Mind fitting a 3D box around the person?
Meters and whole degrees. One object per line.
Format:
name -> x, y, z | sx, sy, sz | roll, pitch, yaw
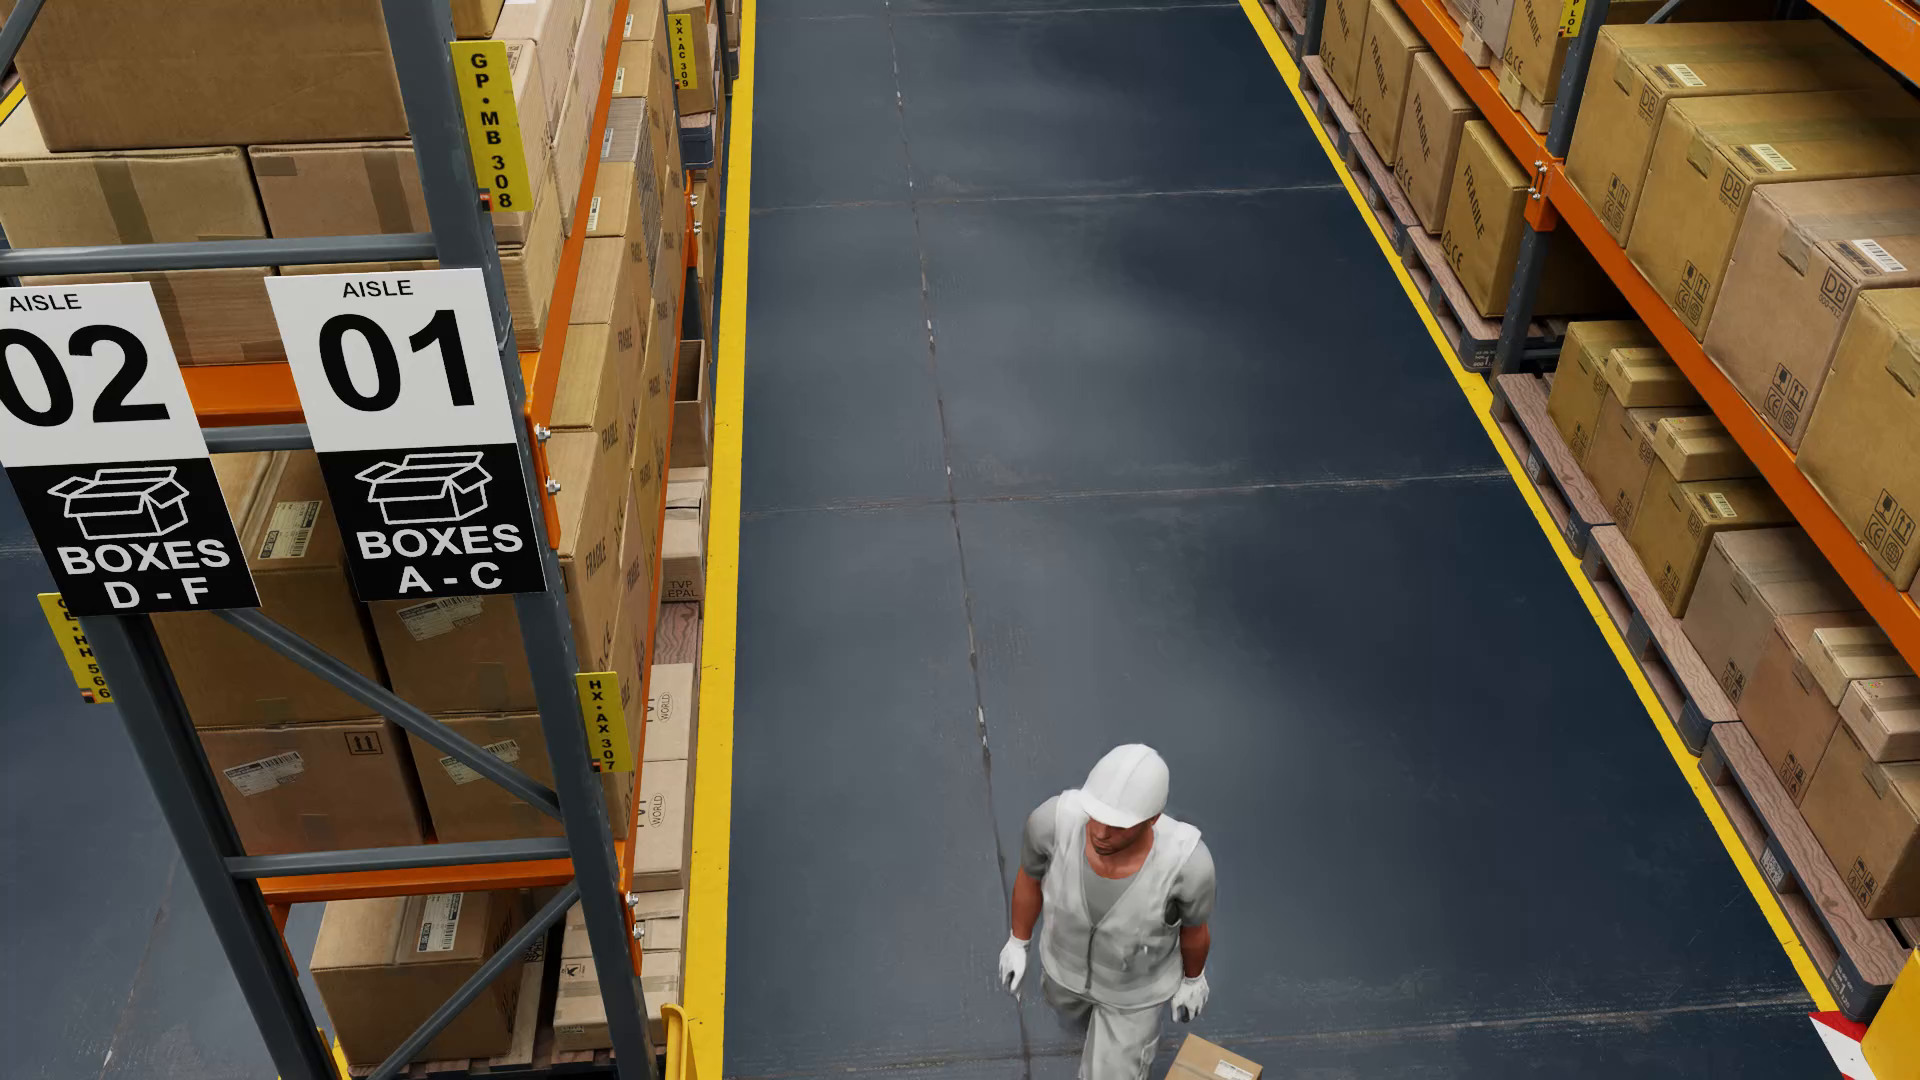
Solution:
person -> 0.422, 1.156, 4.696 | 0.564, 1.759, 0.980 | 19, 42, 22
